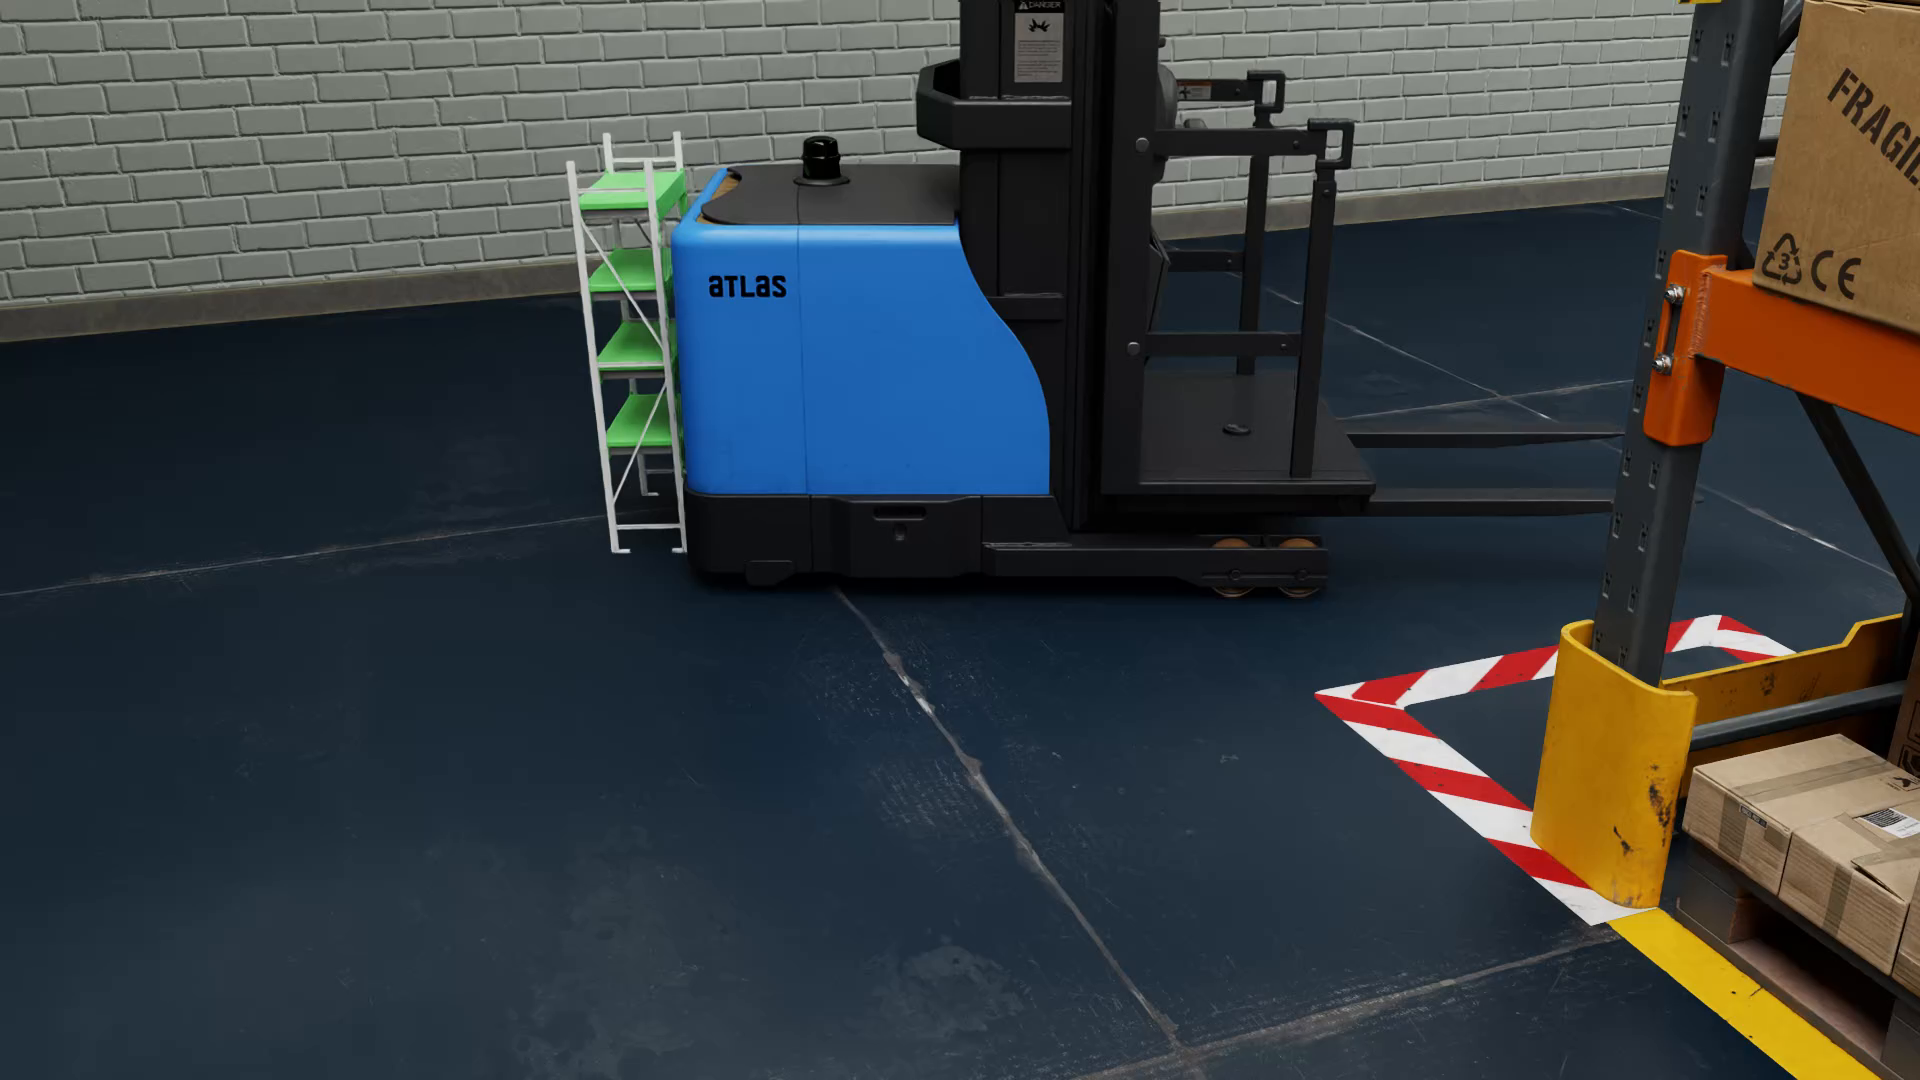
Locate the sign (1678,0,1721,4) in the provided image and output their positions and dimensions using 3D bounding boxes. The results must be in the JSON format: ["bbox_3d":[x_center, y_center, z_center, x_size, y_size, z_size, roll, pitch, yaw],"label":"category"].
[{"bbox_3d":[1.319,-1.106,2.898,0.100,0.325,0.005,-8,24,-19],"label":"sign"}]

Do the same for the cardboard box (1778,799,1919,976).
[{"bbox_3d":[1.742,0.611,3.019,0.380,0.166,0.250,-8,24,-19],"label":"cardboard box"}]

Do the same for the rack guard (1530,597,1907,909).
[{"bbox_3d":[1.854,0.398,3.663,1.175,0.500,0.348,-8,24,-19],"label":"rack guard"}]

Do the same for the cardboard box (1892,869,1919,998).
[{"bbox_3d":[1.930,0.701,2.699,0.500,0.250,0.500,-8,24,-19],"label":"cardboard box"}]

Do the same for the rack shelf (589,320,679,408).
[{"bbox_3d":[-0.970,-0.553,5.173,0.258,0.148,0.480,-1,23,1],"label":"rack shelf"}]

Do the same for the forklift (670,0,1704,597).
[{"bbox_3d":[0.707,-1.392,4.779,3.031,2.935,1.130,0,23,0],"label":"forklift"}]

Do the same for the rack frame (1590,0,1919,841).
[{"bbox_3d":[1.827,-0.782,3.243,1.000,3.000,0.127,-8,24,-19],"label":"rack frame"}]

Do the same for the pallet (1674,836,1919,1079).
[{"bbox_3d":[2.136,0.821,3.032,1.003,0.211,1.213,-8,24,-19],"label":"pallet"}]

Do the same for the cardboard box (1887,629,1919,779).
[{"bbox_3d":[2.249,0.331,3.254,0.500,0.500,0.500,-8,24,-19],"label":"cardboard box"}]

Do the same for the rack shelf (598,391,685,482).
[{"bbox_3d":[-0.963,-0.332,5.266,0.258,0.148,0.480,-1,23,1],"label":"rack shelf"}]

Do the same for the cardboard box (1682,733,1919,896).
[{"bbox_3d":[1.653,0.529,3.238,0.380,0.149,0.250,-8,24,-19],"label":"cardboard box"}]

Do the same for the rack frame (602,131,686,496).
[{"bbox_3d":[-0.969,-0.707,5.373,0.240,1.200,0.015,-1,23,1],"label":"rack frame"}]

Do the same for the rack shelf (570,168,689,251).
[{"bbox_3d":[-0.982,-0.995,4.987,0.258,0.148,0.480,-1,23,1],"label":"rack shelf"}]

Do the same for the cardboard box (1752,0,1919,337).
[{"bbox_3d":[1.737,-0.630,2.755,0.500,0.500,0.500,-8,24,-18],"label":"cardboard box"}]

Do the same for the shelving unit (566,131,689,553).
[{"bbox_3d":[-0.971,-0.612,5.148,0.258,1.200,0.503,-1,23,1],"label":"shelving unit"}]

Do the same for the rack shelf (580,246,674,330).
[{"bbox_3d":[-0.976,-0.774,5.080,0.258,0.148,0.480,-1,23,1],"label":"rack shelf"}]

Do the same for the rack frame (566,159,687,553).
[{"bbox_3d":[-0.974,-0.517,4.923,0.240,1.200,0.015,-1,23,1],"label":"rack frame"}]

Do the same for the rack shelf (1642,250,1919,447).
[{"bbox_3d":[2.533,0.276,1.658,1.077,0.370,4.000,-8,24,-19],"label":"rack shelf"}]
